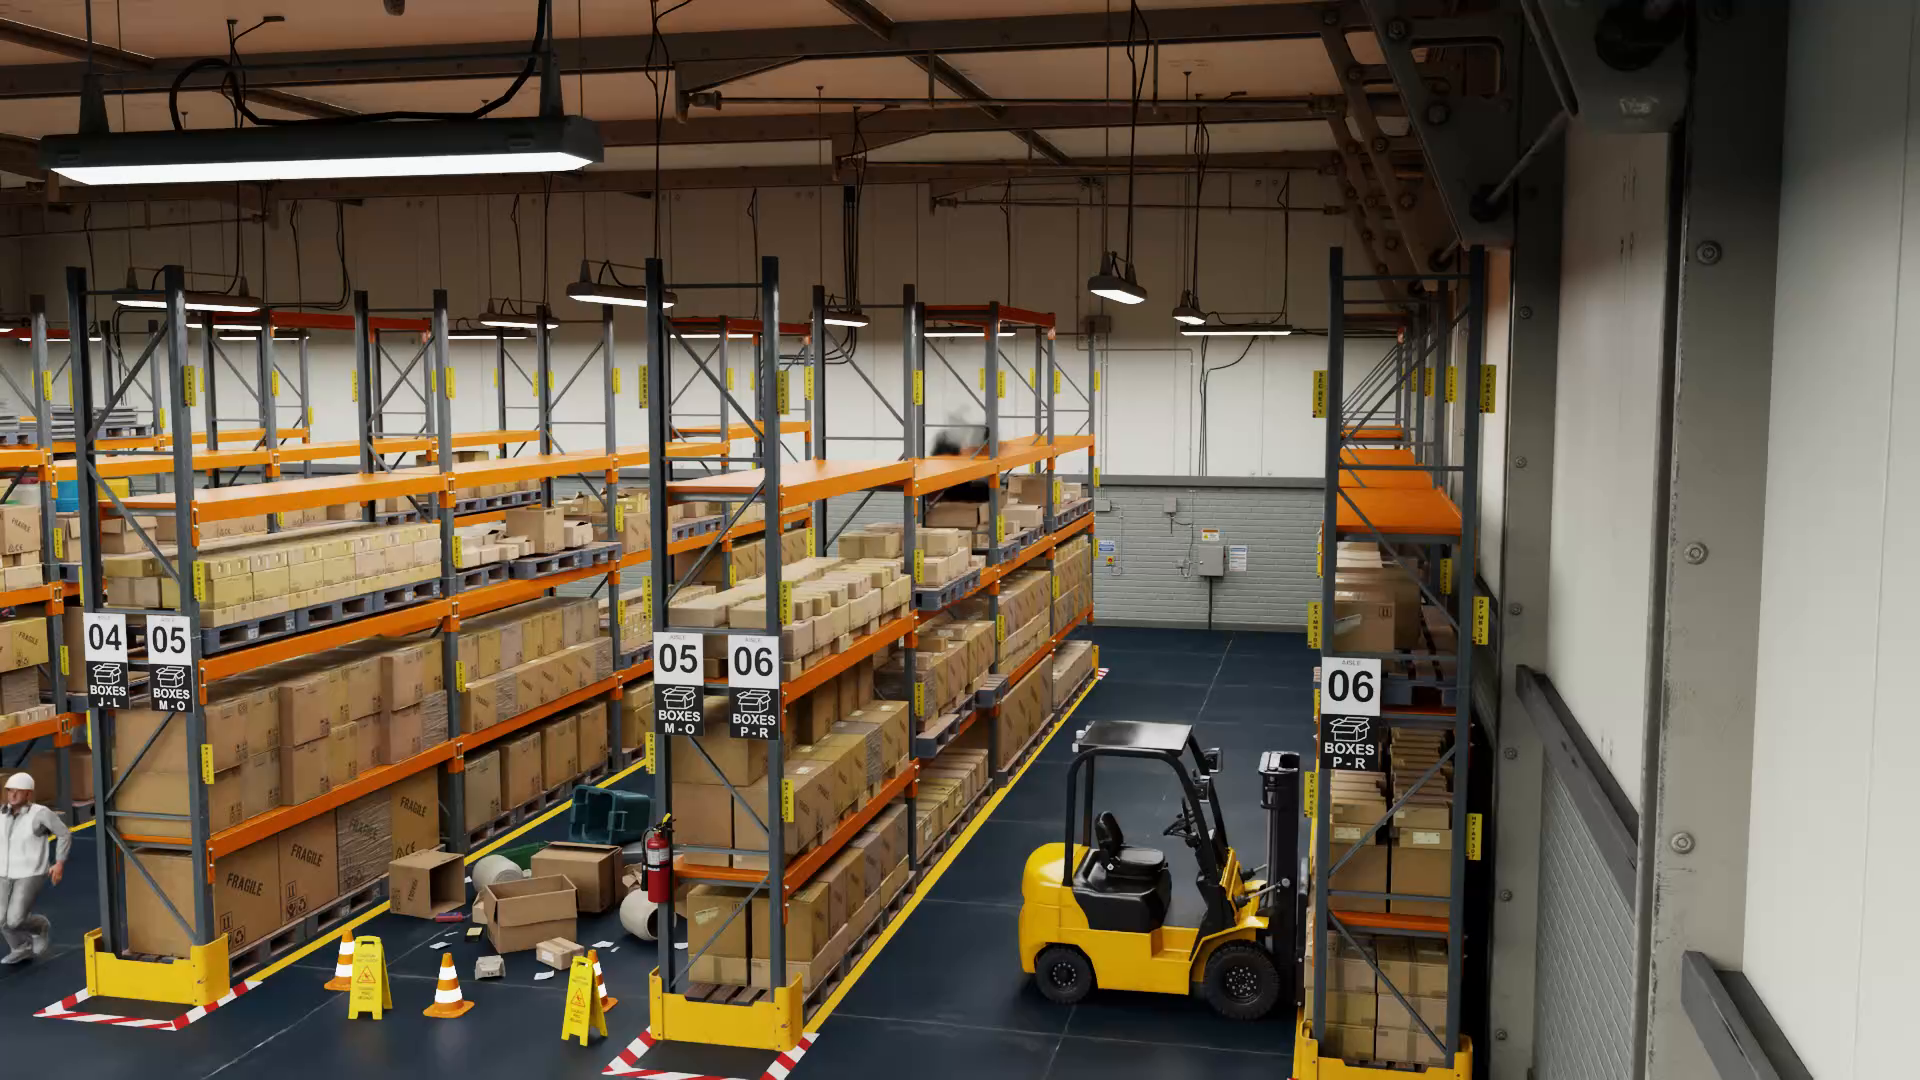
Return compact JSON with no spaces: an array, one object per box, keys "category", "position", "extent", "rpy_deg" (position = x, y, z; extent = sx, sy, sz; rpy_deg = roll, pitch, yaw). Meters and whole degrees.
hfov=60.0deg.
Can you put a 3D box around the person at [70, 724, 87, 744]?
[{"category":"person","position":[-12.112,2.014,22.822],"extent":[0.618,1.669,0.890],"rpy_deg":[0,6,1]}]

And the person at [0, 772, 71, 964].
[{"category":"person","position":[-8.111,2.858,14.365],"extent":[0.710,1.701,0.535],"rpy_deg":[1,6,5]}]
